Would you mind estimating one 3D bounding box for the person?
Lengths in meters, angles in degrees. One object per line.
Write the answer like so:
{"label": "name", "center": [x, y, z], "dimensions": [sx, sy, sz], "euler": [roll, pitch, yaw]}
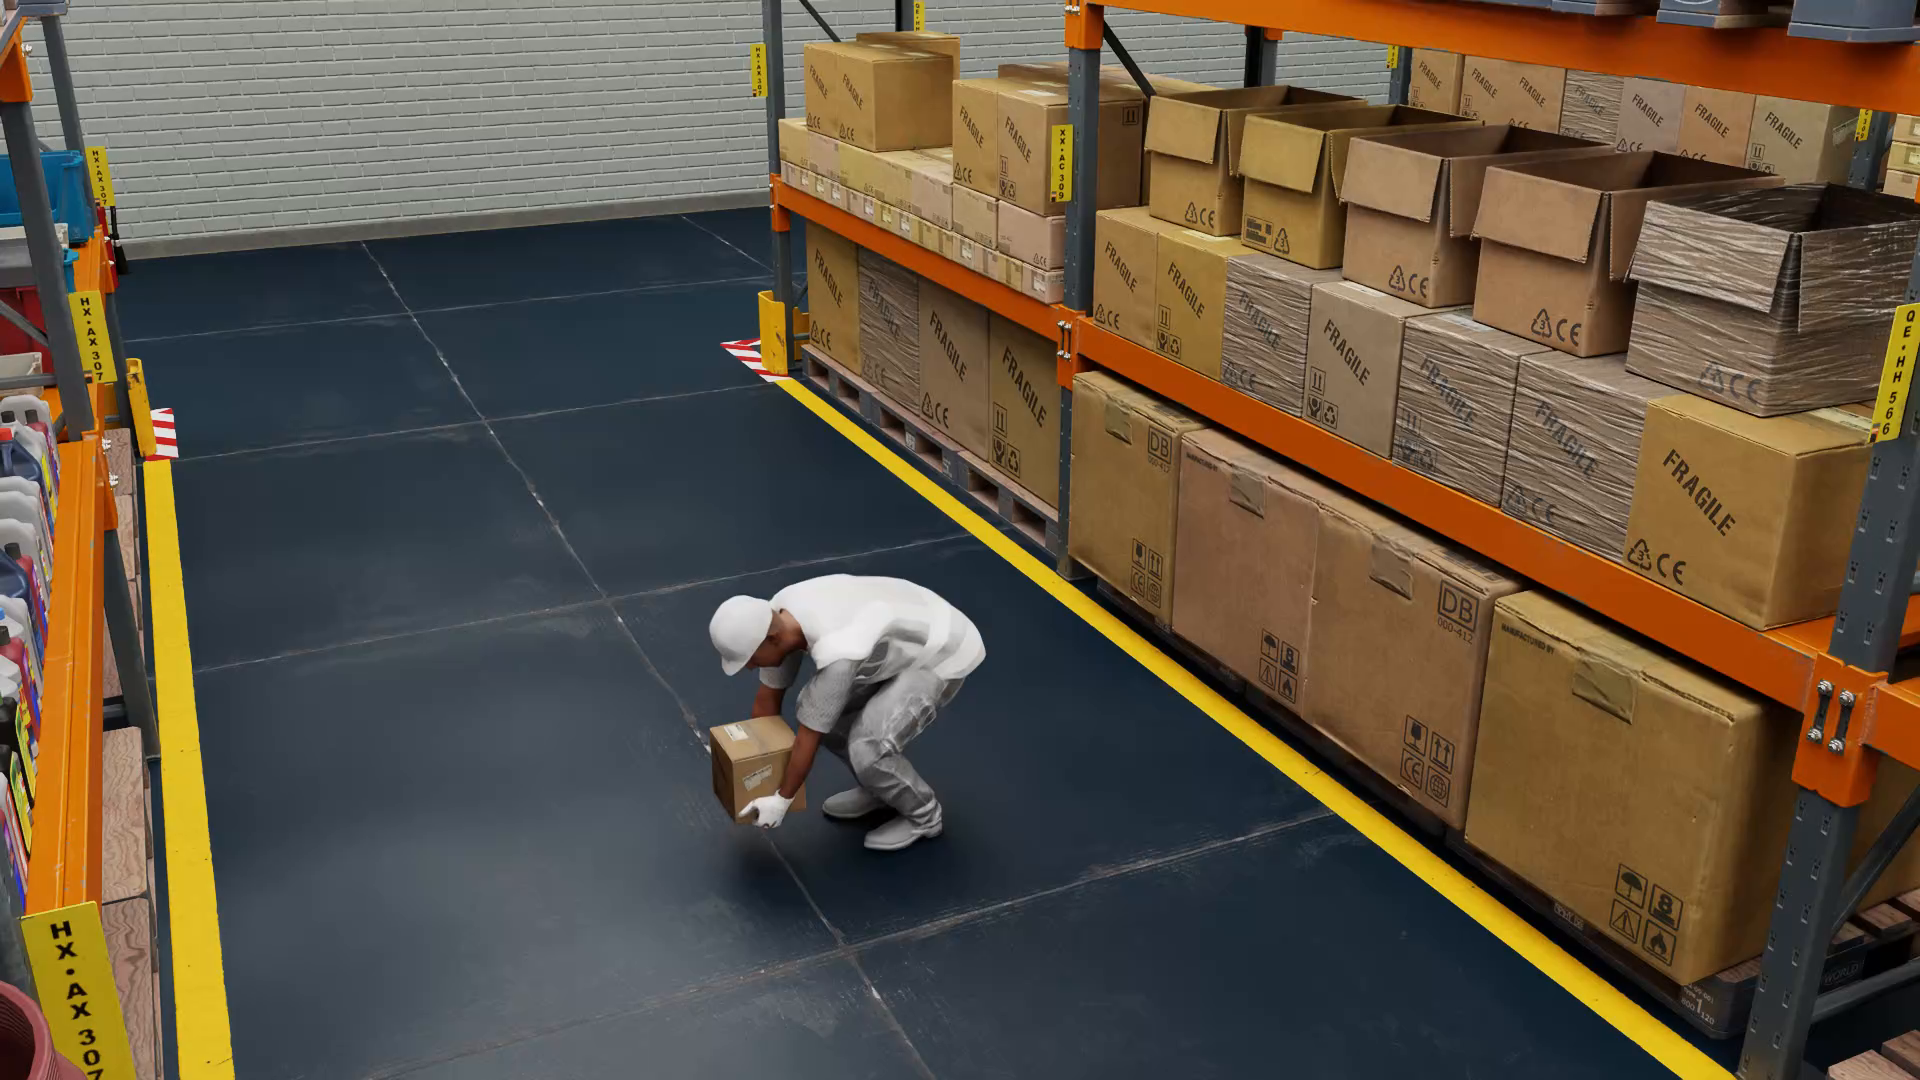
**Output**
{"label": "person", "center": [-0.376, 0.577, 5.690], "dimensions": [0.960, 0.993, 0.540], "euler": [-11, 24, -26]}
